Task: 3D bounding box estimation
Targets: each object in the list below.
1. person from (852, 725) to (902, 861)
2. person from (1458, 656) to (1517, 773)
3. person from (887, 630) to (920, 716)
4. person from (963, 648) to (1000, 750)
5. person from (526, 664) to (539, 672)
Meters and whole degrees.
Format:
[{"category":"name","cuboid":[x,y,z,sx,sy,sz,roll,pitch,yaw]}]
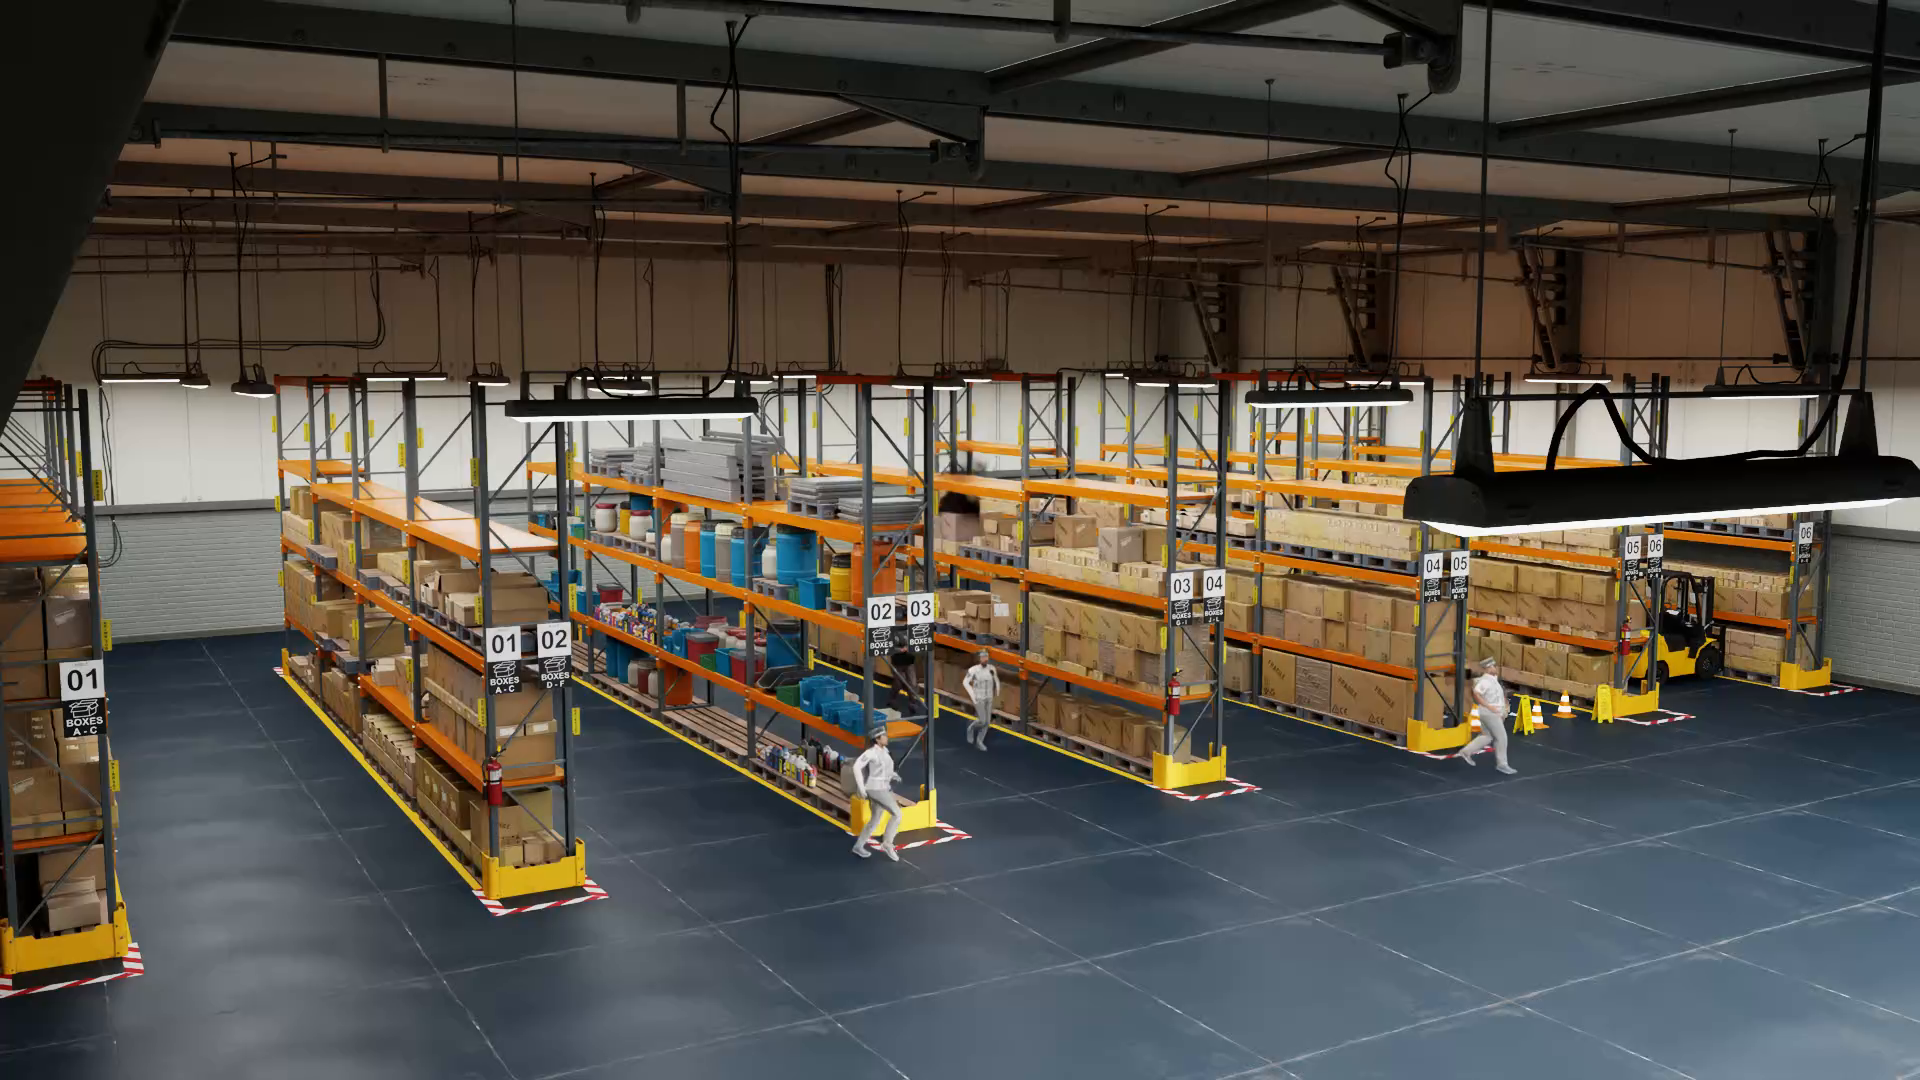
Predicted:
[{"category":"person","cuboid":[-1.013,3.187,21.125,0.658,1.661,0.595,2,6,15]},{"category":"person","cuboid":[8.136,2.678,25.562,0.869,1.805,0.665,1,6,13]},{"category":"person","cuboid":[-1.013,2.240,29.457,0.647,1.760,0.837,-4,8,-34]},{"category":"person","cuboid":[0.391,2.570,26.915,0.605,1.669,0.569,-3,7,-26]},{"category":"person","cuboid":[-7.342,2.413,28.549,0.603,1.639,0.541,-4,7,-32]}]
